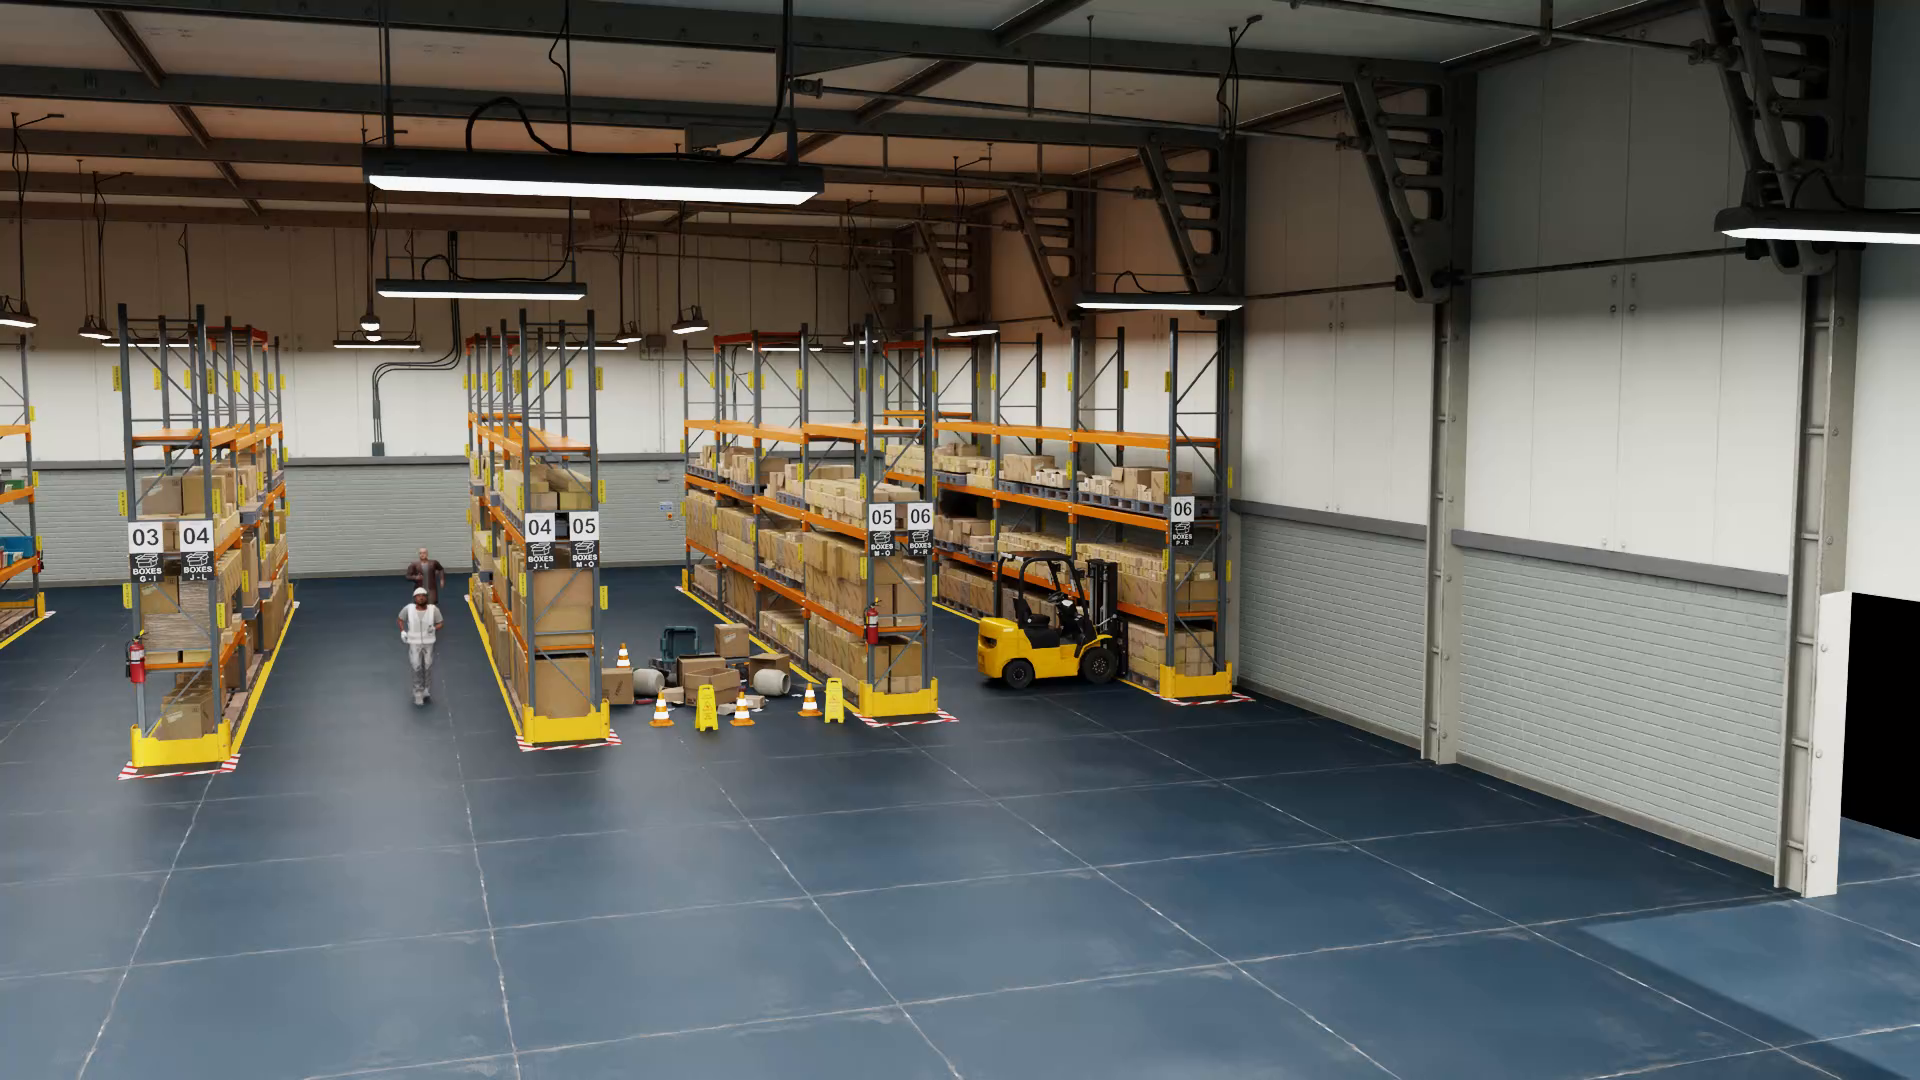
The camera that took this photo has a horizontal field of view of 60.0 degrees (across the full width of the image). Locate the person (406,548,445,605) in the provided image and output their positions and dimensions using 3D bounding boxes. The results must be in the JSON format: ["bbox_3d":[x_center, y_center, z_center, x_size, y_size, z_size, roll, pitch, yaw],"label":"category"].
[{"bbox_3d":[-10.396,1.030,32.368,0.731,1.758,1.115,-2,6,-17],"label":"person"}]

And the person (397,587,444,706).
[{"bbox_3d":[-8.428,1.659,26.039,0.671,1.845,0.696,-2,6,-23],"label":"person"}]
